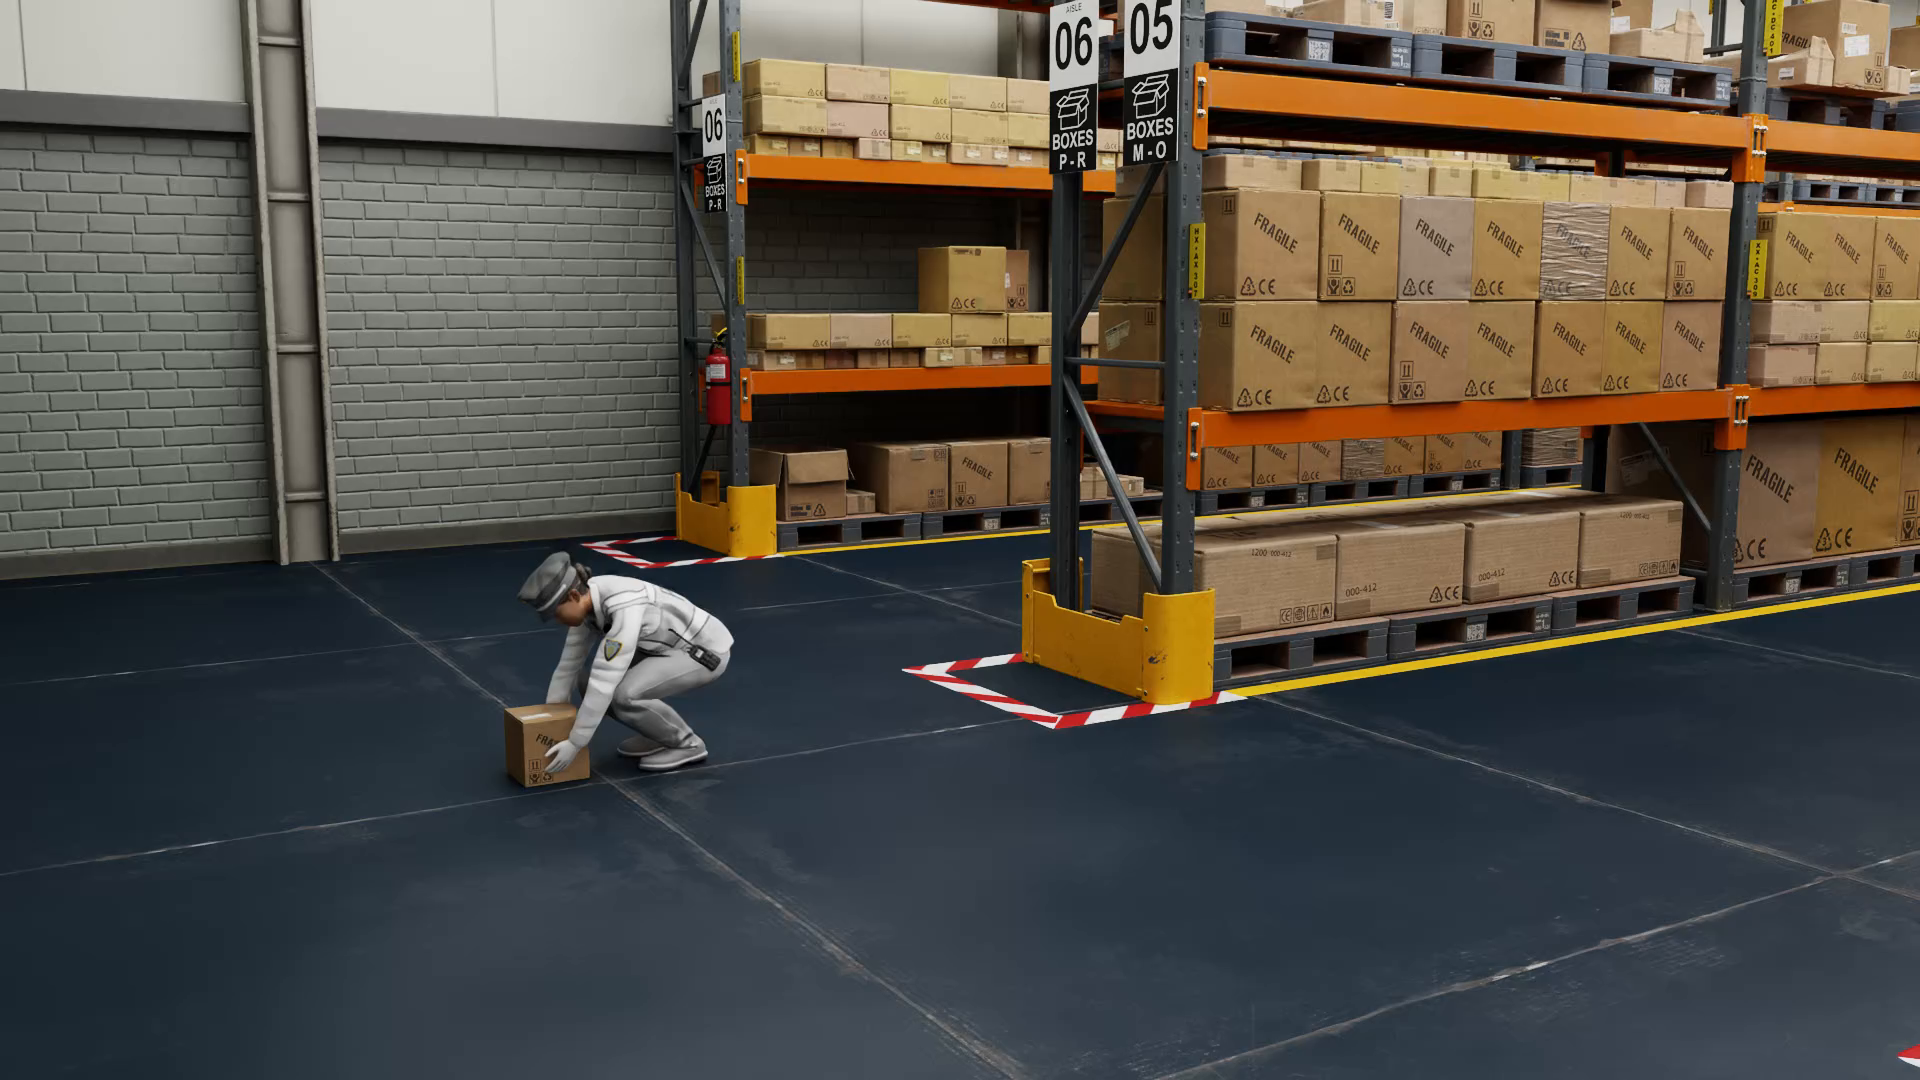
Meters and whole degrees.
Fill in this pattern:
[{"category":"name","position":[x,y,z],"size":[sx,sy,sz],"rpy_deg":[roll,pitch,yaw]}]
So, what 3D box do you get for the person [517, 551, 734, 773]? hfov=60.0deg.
[{"category":"person","position":[-1.302,0.455,6.474],"size":[0.856,0.875,0.483],"rpy_deg":[-5,10,-31]}]
